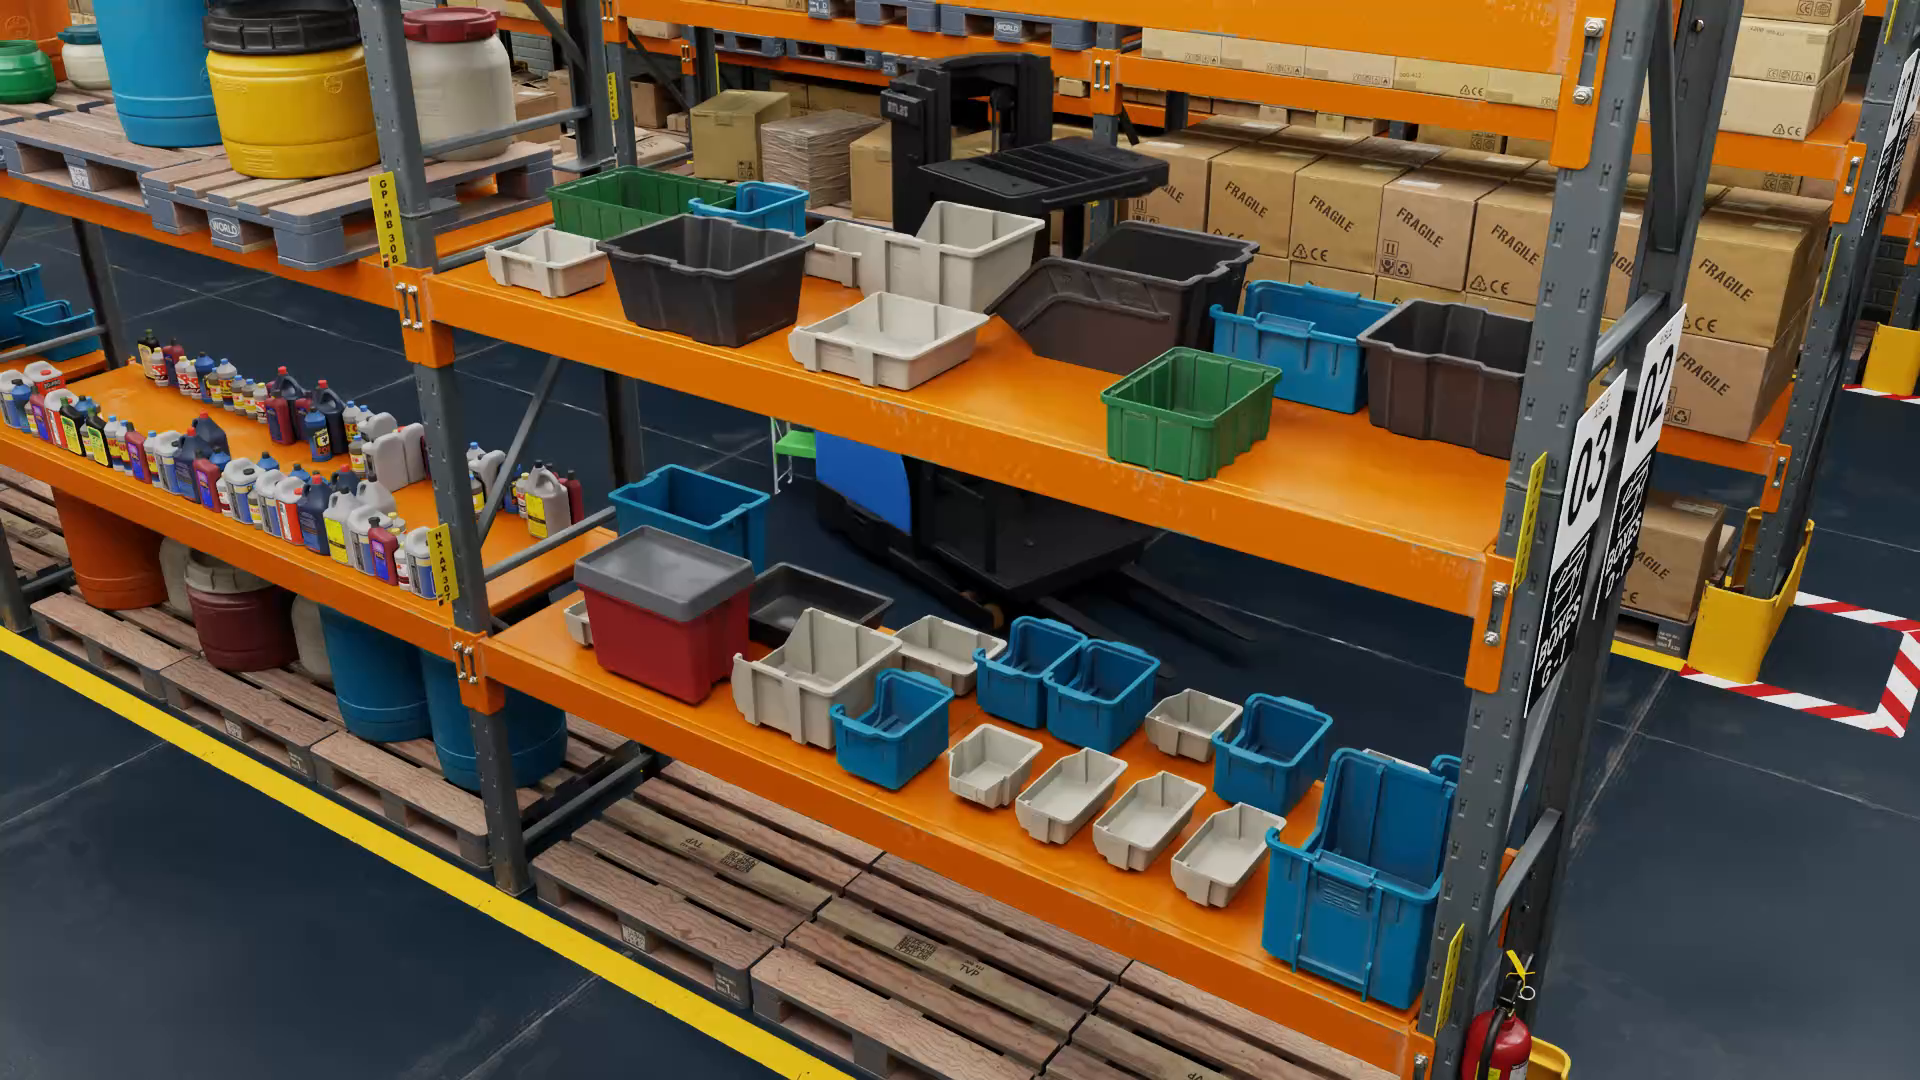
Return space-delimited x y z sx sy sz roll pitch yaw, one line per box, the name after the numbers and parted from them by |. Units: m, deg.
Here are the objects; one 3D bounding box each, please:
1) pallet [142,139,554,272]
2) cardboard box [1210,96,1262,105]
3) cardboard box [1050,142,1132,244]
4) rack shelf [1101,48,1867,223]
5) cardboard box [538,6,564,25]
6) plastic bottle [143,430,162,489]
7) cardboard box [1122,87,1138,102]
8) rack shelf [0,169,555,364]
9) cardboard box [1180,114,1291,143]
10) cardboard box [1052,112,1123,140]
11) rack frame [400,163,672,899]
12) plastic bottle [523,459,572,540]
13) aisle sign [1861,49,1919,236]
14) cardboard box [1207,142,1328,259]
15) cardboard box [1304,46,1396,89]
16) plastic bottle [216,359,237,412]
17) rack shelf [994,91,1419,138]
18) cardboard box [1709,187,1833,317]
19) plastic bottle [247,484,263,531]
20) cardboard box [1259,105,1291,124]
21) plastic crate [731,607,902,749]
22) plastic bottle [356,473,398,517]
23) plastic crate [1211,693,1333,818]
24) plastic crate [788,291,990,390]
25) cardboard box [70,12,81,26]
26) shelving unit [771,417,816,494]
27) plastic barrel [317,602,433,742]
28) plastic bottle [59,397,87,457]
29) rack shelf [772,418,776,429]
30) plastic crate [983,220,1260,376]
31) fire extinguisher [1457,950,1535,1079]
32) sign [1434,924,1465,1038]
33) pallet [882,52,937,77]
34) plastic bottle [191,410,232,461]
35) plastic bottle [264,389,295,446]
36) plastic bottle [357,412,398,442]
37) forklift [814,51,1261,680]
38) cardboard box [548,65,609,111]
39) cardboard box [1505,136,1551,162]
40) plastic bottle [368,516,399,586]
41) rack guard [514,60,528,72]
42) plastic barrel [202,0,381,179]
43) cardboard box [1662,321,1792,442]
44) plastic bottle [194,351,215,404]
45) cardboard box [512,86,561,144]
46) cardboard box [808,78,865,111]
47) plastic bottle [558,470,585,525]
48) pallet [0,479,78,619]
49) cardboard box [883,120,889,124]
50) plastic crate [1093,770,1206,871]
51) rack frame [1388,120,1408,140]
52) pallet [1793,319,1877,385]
-2.393 -1.402 6.599 1.003 0.211 1.213 17 32 30 | pallet
2.559 -4.158 14.654 0.500 0.500 0.500 17 32 30 | cardboard box
0.853 -2.273 10.835 0.500 0.500 0.700 7 28 13 | cardboard box
2.765 -2.338 9.023 4.000 0.370 1.077 17 32 30 | rack shelf
-4.483 -6.076 19.026 0.500 0.250 0.500 18 32 31 | cardboard box
-3.782 -0.386 7.843 0.097 0.271 0.097 0 27 0 | plastic bottle
1.631 -4.192 15.435 0.250 0.149 0.380 18 32 31 | cardboard box
-3.340 -1.515 7.405 4.000 0.370 1.077 17 32 30 | rack shelf
1.680 -2.293 10.235 0.500 0.500 0.500 17 32 31 | cardboard box
1.153 -3.707 16.134 0.750 0.750 0.750 17 31 30 | cardboard box
-1.691 0.015 6.913 0.127 3.000 1.000 17 32 30 | rack frame
-1.831 -0.185 7.360 0.185 0.351 0.144 17 32 30 | plastic bottle
4.296 -1.835 7.682 0.004 0.787 0.394 17 32 30 | aisle sign
1.771 -1.967 9.596 0.500 0.500 0.500 16 31 29 | cardboard box
2.198 -2.629 8.968 0.500 0.250 0.500 17 32 30 | cardboard box
-3.817 -0.814 8.685 0.097 0.271 0.097 0 27 0 | plastic bottle
2.269 -3.882 15.363 4.000 0.370 1.077 17 32 30 | rack shelf
4.197 -1.511 8.700 0.500 0.500 0.500 18 32 32 | cardboard box
-3.138 -0.154 7.464 0.097 0.201 0.097 0 27 0 | plastic bottle
2.819 -3.752 14.570 0.250 0.149 0.380 17 32 30 | cardboard box
-0.537 0.502 6.020 0.530 0.282 0.437 17 32 30 | plastic crate
-2.552 -0.130 7.253 0.185 0.351 0.144 17 32 30 | plastic bottle
1.046 0.735 5.617 0.300 0.233 0.416 17 32 30 | plastic crate
-0.238 -0.615 5.134 0.530 0.136 0.437 17 32 30 | plastic crate
-8.354 -5.003 15.948 0.250 0.149 0.380 16 31 29 | cardboard box
-0.927 -0.847 10.591 0.503 1.200 0.258 9 28 17 | shelving unit
-2.714 0.435 7.938 0.708 0.901 0.600 17 32 30 | plastic barrel
-4.349 -0.558 8.167 0.133 0.283 0.061 17 32 30 | plastic bottle
-0.927 -0.790 10.620 0.480 0.148 0.258 9 28 17 | rack shelf
0.502 -0.762 5.201 0.767 0.338 0.504 17 32 30 | plastic crate
1.473 1.452 4.587 0.183 0.674 0.296 17 32 30 | fire extinguisher
1.308 1.180 4.445 0.005 0.325 0.100 17 32 30 | sign
-0.027 -4.773 16.534 1.003 0.211 1.213 17 32 30 | pallet
-3.567 -0.451 7.883 0.185 0.351 0.144 17 32 30 | plastic bottle
-3.400 -0.621 8.291 0.133 0.283 0.061 17 32 30 | plastic bottle
-2.811 -0.488 8.039 0.135 0.276 0.152 17 32 30 | plastic bottle
0.392 -1.042 9.065 1.130 2.935 3.031 -19 33 -33 | forklift
-4.408 -5.287 19.603 0.500 0.500 0.700 15 31 27 | cardboard box
4.954 -3.487 13.465 0.700 0.700 0.980 16 31 29 | cardboard box
-2.416 0.045 6.984 0.133 0.283 0.061 17 32 30 | plastic bottle
-5.911 -5.637 20.774 0.348 0.500 1.175 17 32 30 | rack guard
-2.558 -1.751 6.406 0.600 0.588 0.600 0 27 0 | plastic barrel
3.890 -0.866 8.535 0.500 0.500 0.500 18 32 32 | cardboard box
-3.978 -0.864 8.783 0.097 0.271 0.097 0 27 0 | plastic bottle
-3.573 -3.332 13.380 0.500 0.500 0.500 15 31 28 | cardboard box
-1.264 -4.732 17.686 0.500 0.250 0.500 16 31 29 | cardboard box
-1.752 -0.186 7.438 0.133 0.283 0.061 17 32 30 | plastic bottle
-5.605 0.017 9.983 1.213 0.211 1.003 17 32 30 | pallet
-0.787 -4.256 17.577 0.500 0.500 0.700 17 32 30 | cardboard box
0.601 0.912 5.376 0.243 0.136 0.396 17 32 30 | plastic crate
3.918 -3.689 14.191 0.127 3.000 1.000 17 32 30 | rack frame
6.512 -1.595 13.151 1.213 0.211 1.003 17 32 30 | pallet
